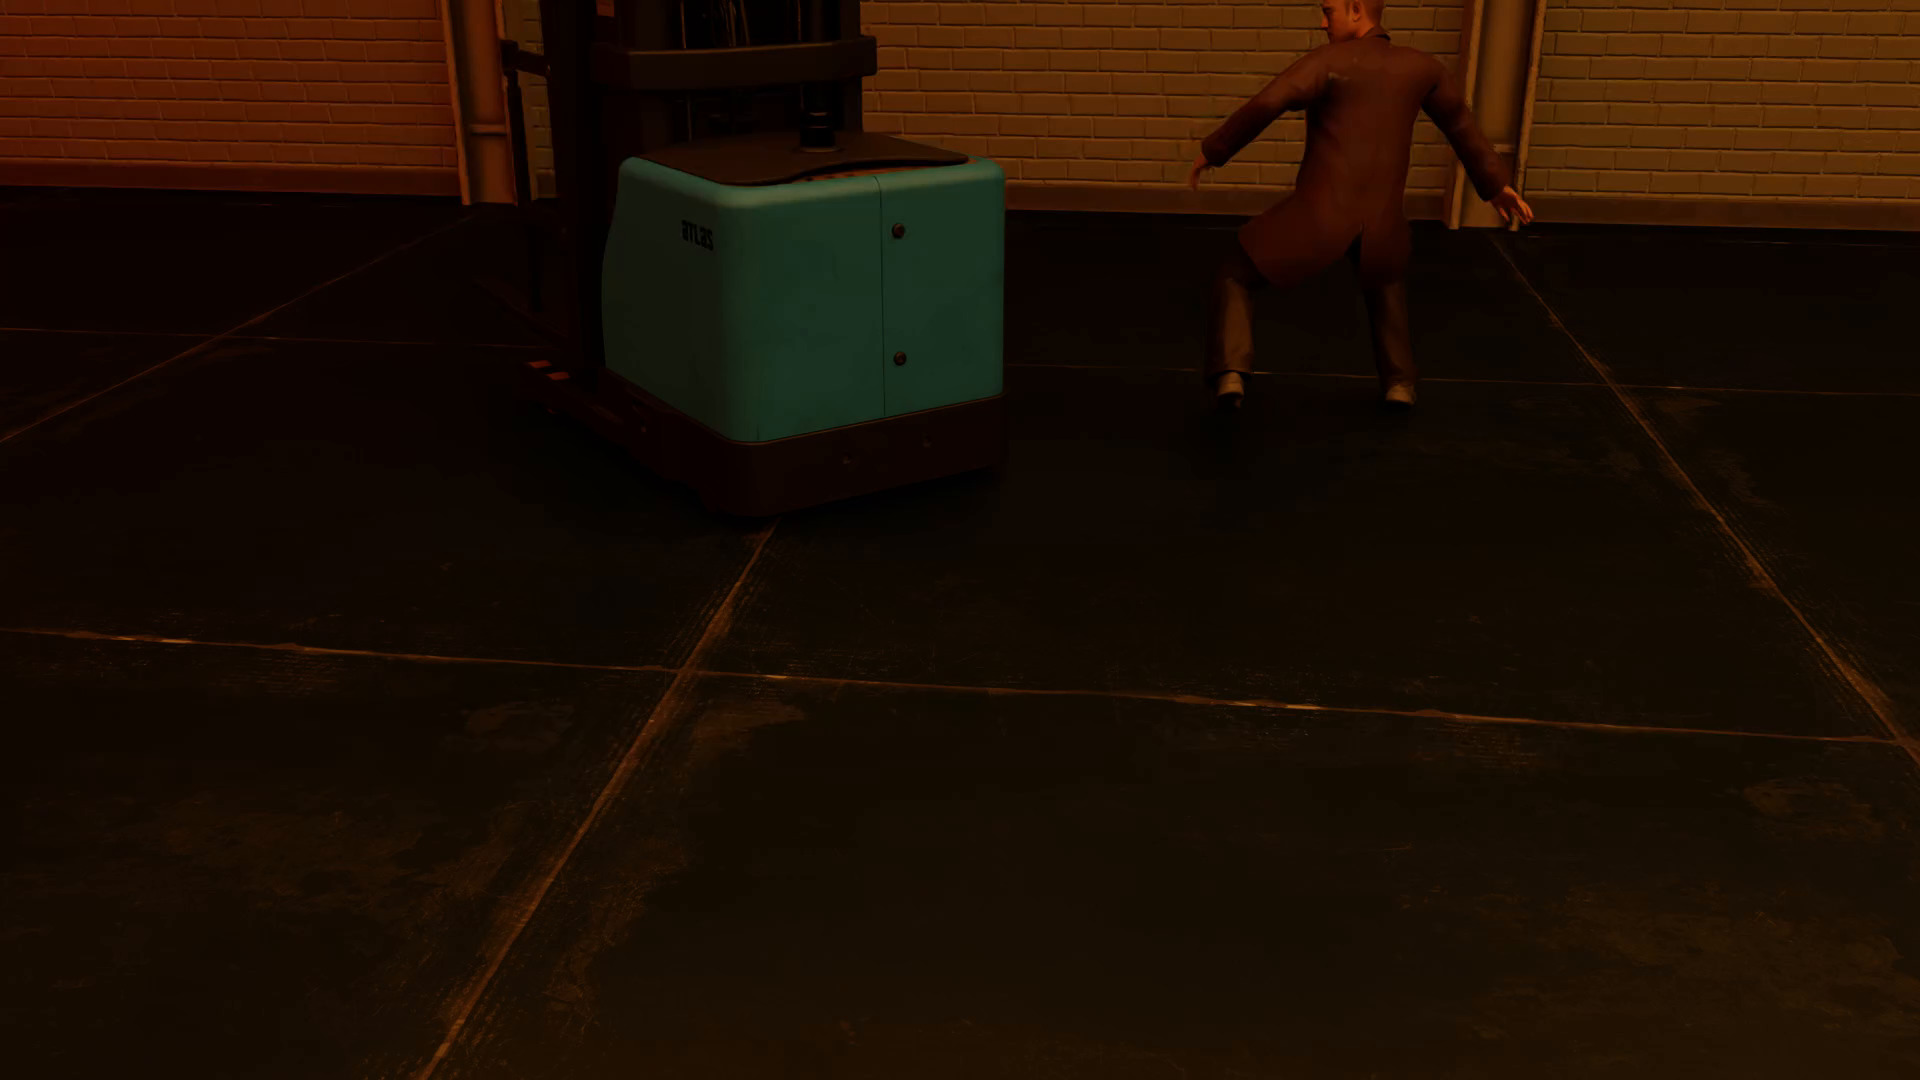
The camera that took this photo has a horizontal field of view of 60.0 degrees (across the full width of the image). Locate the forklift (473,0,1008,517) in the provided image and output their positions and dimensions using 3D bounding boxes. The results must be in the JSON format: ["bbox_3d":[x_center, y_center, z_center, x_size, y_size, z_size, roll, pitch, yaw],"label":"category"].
[{"bbox_3d":[-1.075,-1.926,6.037,1.130,2.935,3.031,-14,26,-31],"label":"forklift"}]

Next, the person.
[{"bbox_3d":[1.453,-1.181,6.061,1.222,1.682,0.567,-5,23,-13],"label":"person"}]
